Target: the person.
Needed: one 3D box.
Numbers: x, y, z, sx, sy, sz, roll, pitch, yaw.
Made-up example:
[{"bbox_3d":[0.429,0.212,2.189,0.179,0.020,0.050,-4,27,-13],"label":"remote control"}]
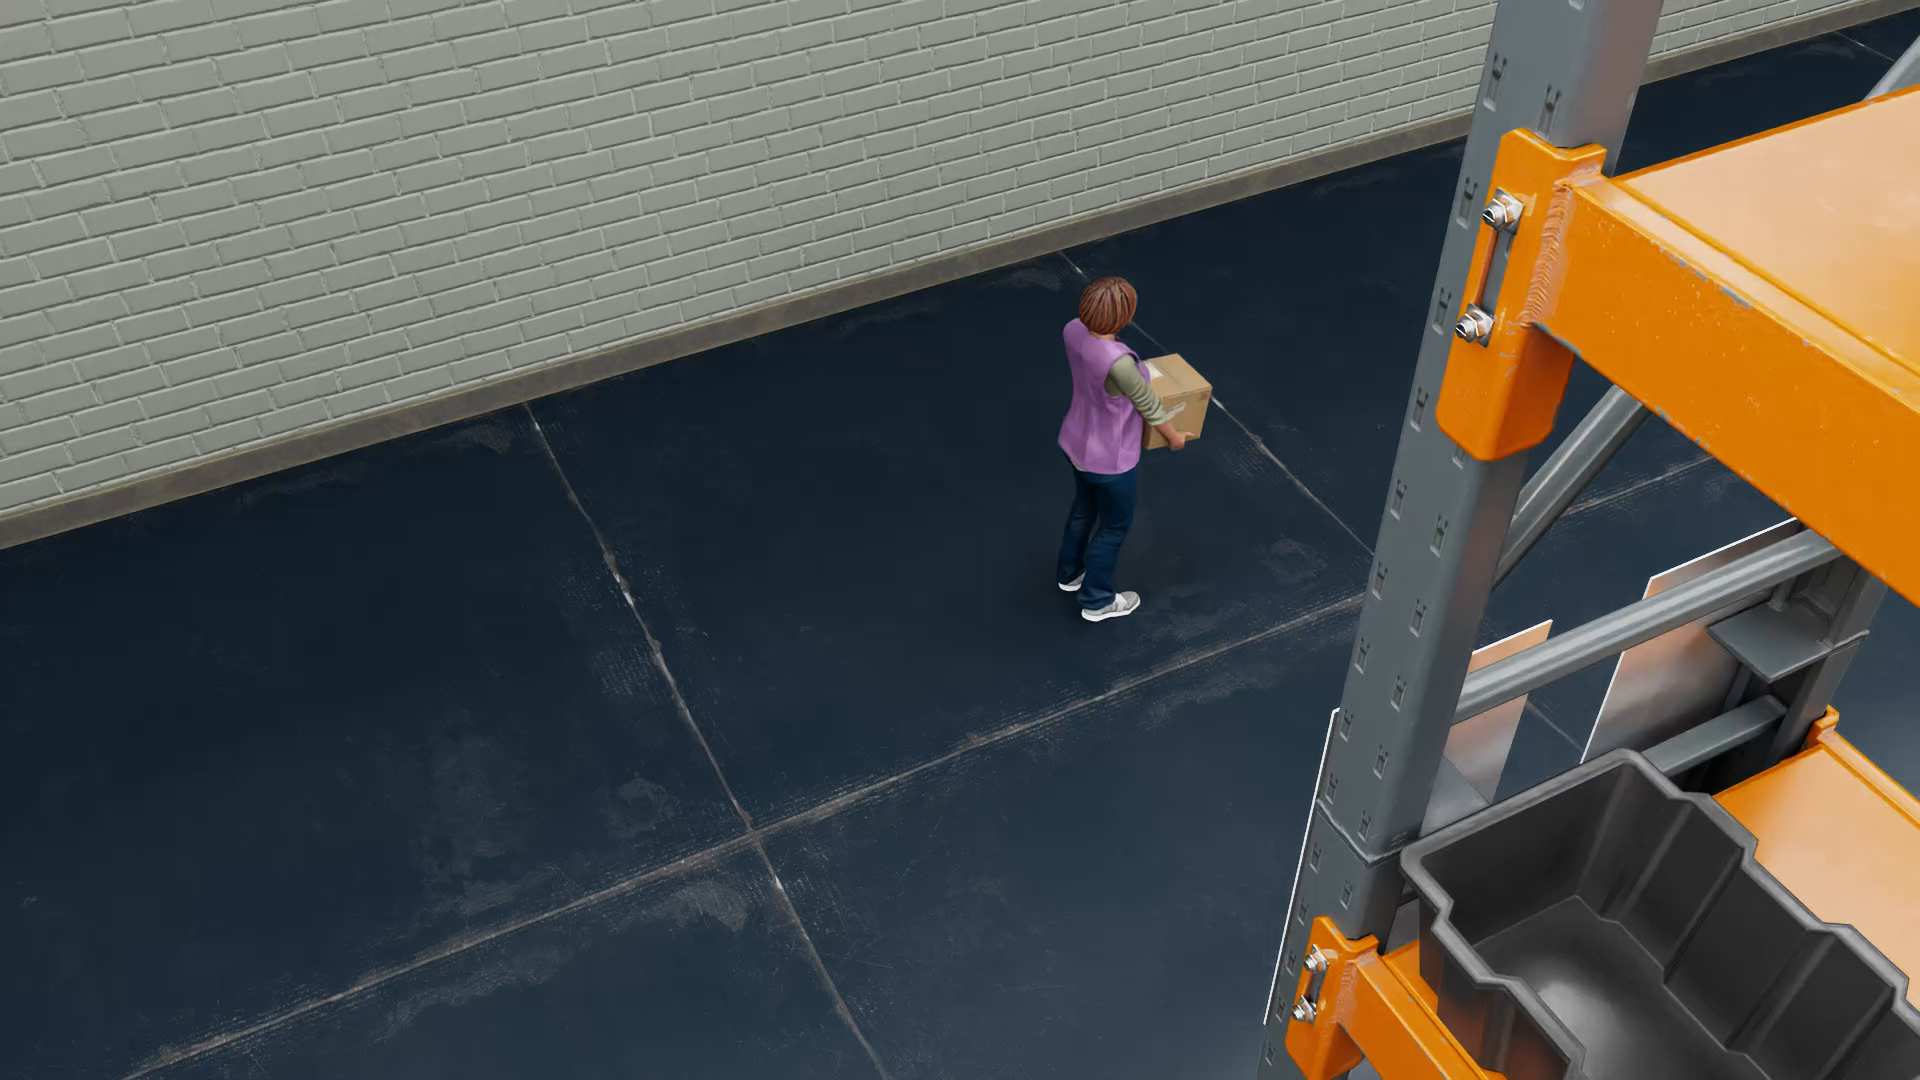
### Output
[{"bbox_3d":[0.574,-0.274,6.646,0.362,1.372,0.375,-19,45,-20],"label":"person"}]
